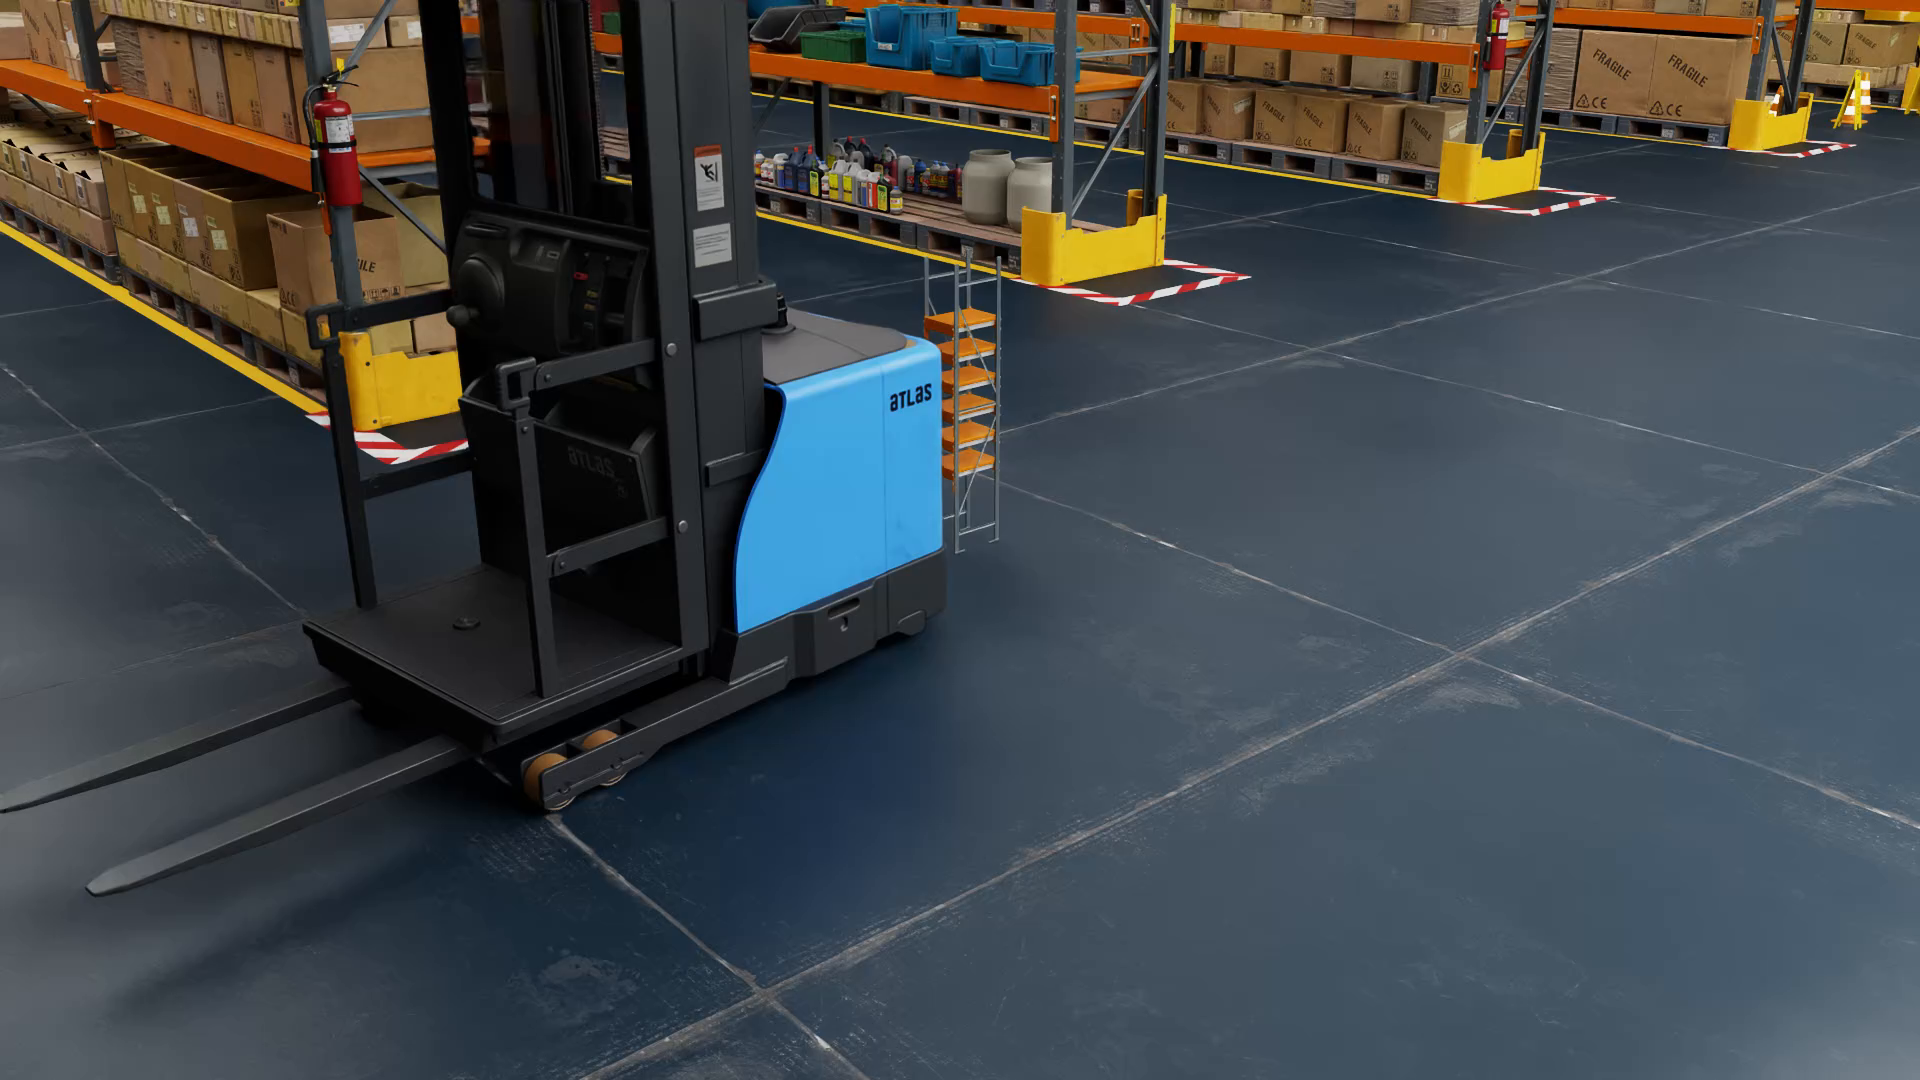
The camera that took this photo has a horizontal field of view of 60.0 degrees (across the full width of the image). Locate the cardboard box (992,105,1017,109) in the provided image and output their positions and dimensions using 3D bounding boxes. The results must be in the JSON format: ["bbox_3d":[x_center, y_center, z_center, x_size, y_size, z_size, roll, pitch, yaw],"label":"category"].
[{"bbox_3d":[0.771,-5.251,19.103,0.700,0.500,0.500,-15,26,-33],"label":"cardboard box"}]

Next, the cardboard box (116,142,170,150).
[{"bbox_3d":[-6.068,-2.866,12.613,0.500,0.311,0.500,-19,28,-39],"label":"cardboard box"}]

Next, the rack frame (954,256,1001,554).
[{"bbox_3d":[0.069,-0.529,6.690,0.240,1.200,0.006,-17,27,-37],"label":"rack frame"}]

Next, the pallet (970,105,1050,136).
[{"bbox_3d":[0.872,-4.844,19.063,1.003,0.211,1.213,-17,27,-37],"label":"pallet"}]

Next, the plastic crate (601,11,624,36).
[{"bbox_3d":[-2.921,-4.727,15.231,0.450,0.188,0.662,-17,27,-37],"label":"plastic crate"}]

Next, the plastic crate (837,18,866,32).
[{"bbox_3d":[-0.642,-4.101,13.547,0.499,0.251,0.616,-17,27,-37],"label":"plastic crate"}]

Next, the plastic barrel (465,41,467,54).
[{"bbox_3d":[-5.988,-5.491,19.191,0.600,0.901,0.708,-17,27,-37],"label":"plastic barrel"}]

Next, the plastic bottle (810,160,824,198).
[{"bbox_3d":[-1.158,-2.922,13.454,0.061,0.283,0.133,-16,26,-35],"label":"plastic bottle"}]

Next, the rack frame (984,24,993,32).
[{"bbox_3d":[0.784,-8.954,25.732,1.000,3.000,0.127,-17,27,-37],"label":"rack frame"}]

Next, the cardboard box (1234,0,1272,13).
[{"bbox_3d":[3.131,-5.376,16.052,0.875,0.500,0.500,-17,27,-37],"label":"cardboard box"}]

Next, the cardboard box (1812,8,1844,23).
[{"bbox_3d":[11.128,-6.726,21.321,0.380,0.149,0.250,-17,27,-37],"label":"cardboard box"}]

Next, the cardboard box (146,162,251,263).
[{"bbox_3d":[-4.607,-2.019,10.192,0.500,0.500,0.500,-17,27,-37],"label":"cardboard box"}]

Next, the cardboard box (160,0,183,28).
[{"bbox_3d":[-4.452,-3.107,9.777,0.380,0.149,0.250,-18,28,-39],"label":"cardboard box"}]

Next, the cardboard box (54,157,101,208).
[{"bbox_3d":[-6.151,-2.596,11.924,0.500,0.311,0.500,-17,27,-36],"label":"cardboard box"}]

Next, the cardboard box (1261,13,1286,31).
[{"bbox_3d":[3.084,-4.932,15.807,0.380,0.149,0.250,-17,27,-37],"label":"cardboard box"}]

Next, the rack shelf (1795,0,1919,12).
[{"bbox_3d":[10.995,-7.062,21.889,1.077,0.370,4.000,-17,27,-37],"label":"rack shelf"}]

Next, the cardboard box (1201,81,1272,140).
[{"bbox_3d":[2.792,-4.346,16.819,0.500,0.500,0.500,-9,23,-21],"label":"cardboard box"}]

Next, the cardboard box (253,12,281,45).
[{"bbox_3d":[-3.447,-2.680,8.687,0.380,0.149,0.250,-18,28,-38],"label":"cardboard box"}]

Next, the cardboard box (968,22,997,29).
[{"bbox_3d":[0.354,-8.135,26.160,0.380,0.149,0.250,-17,27,-36],"label":"cardboard box"}]

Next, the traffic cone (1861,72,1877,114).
[{"bbox_3d":[11.043,-5.475,20.329,0.336,0.463,0.334,-17,27,-37],"label":"traffic cone"}]

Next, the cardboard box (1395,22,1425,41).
[{"bbox_3d":[4.086,-4.524,14.767,0.380,0.149,0.250,-17,27,-37],"label":"cardboard box"}]

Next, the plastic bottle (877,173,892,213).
[{"bbox_3d":[-0.580,-2.678,12.829,0.061,0.283,0.133,-17,27,-36],"label":"plastic bottle"}]

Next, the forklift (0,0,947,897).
[{"bbox_3d":[-1.398,-0.770,4.932,1.130,2.935,3.031,18,27,38],"label":"forklift"}]

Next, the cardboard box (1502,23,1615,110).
[{"bbox_3d":[6.954,-5.511,19.280,0.875,0.875,0.875,-17,27,-37],"label":"cardboard box"}]

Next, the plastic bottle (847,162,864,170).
[{"bbox_3d":[-0.861,-2.899,13.405,0.152,0.276,0.135,-17,27,-37],"label":"plastic bottle"}]

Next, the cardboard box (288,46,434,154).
[{"bbox_3d":[-3.009,-2.307,8.624,0.700,0.500,0.500,-17,27,-37],"label":"cardboard box"}]

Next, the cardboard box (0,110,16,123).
[{"bbox_3d":[-8.724,-3.582,14.841,0.500,0.500,0.500,-16,27,-35],"label":"cardboard box"}]

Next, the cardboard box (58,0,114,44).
[{"bbox_3d":[-6.158,-3.642,12.032,0.500,0.500,0.500,-15,26,-34],"label":"cardboard box"}]

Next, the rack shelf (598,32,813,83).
[{"bbox_3d":[-2.876,-4.629,15.677,1.077,0.370,4.000,-17,27,-37],"label":"rack shelf"}]

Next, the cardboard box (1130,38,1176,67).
[{"bbox_3d":[2.767,-7.000,23.595,0.500,0.500,0.500,-18,27,-38],"label":"cardboard box"}]

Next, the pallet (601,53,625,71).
[{"bbox_3d":[-5.070,-7.406,25.602,1.003,0.211,1.213,-17,27,-37],"label":"pallet"}]

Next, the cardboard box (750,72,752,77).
[{"bbox_3d":[-2.607,-6.835,22.660,1.225,0.875,0.875,-17,27,-37],"label":"cardboard box"}]

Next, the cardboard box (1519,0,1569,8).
[{"bbox_3d":[6.895,-6.391,18.982,0.875,0.550,0.550,-17,27,-37],"label":"cardboard box"}]

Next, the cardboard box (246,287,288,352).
[{"bbox_3d":[-3.623,-1.257,9.274,0.500,0.250,0.500,-17,27,-37],"label":"cardboard box"}]

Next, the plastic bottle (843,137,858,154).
[{"bbox_3d":[-0.931,-3.274,14.259,0.144,0.351,0.185,-18,28,-39],"label":"plastic bottle"}]

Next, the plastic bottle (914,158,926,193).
[{"bbox_3d":[-0.328,-2.995,13.654,0.097,0.271,0.097,0,21,0],"label":"plastic bottle"}]

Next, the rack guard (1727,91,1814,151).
[{"bbox_3d":[8.632,-4.468,17.706,1.175,0.500,0.348,-17,27,-37],"label":"rack guard"}]

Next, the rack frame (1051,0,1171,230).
[{"bbox_3d":[1.041,-3.307,11.313,1.000,3.000,0.127,-17,27,-37],"label":"rack frame"}]

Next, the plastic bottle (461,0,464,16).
[{"bbox_3d":[-5.235,-5.675,17.536,0.097,0.271,0.097,0,21,0],"label":"plastic bottle"}]

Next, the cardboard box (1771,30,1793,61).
[{"bbox_3d":[10.913,-6.553,21.768,0.500,0.500,0.500,-18,28,-39],"label":"cardboard box"}]

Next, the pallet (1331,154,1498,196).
[{"bbox_3d":[4.240,-3.441,15.481,1.003,0.211,1.213,-17,27,-37],"label":"pallet"}]

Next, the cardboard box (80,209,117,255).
[{"bbox_3d":[-5.815,-2.194,11.668,0.500,0.250,0.500,-18,28,-38],"label":"cardboard box"}]

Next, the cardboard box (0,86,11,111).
[{"bbox_3d":[-8.764,-3.946,14.742,0.500,0.250,0.500,-16,27,-35],"label":"cardboard box"}]

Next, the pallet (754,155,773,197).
[{"bbox_3d":[-2.112,-3.321,15.174,1.003,0.211,1.213,-17,27,-37],"label":"pallet"}]

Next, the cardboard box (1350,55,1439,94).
[{"bbox_3d":[5.532,-6.042,20.806,1.050,0.750,0.750,-18,27,-38],"label":"cardboard box"}]

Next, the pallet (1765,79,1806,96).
[{"bbox_3d":[10.955,-6.137,22.364,1.003,0.211,1.213,-17,27,-37],"label":"pallet"}]

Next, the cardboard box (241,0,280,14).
[{"bbox_3d":[-3.391,-3.070,8.793,0.700,0.500,0.500,-18,28,-39],"label":"cardboard box"}]

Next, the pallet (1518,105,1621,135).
[{"bbox_3d":[7.243,-4.879,19.152,1.003,0.211,1.213,-17,27,-37],"label":"pallet"}]

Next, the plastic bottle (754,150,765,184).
[{"bbox_3d":[-1.694,-3.154,14.061,0.097,0.271,0.097,0,21,0],"label":"plastic bottle"}]

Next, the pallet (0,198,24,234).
[{"bbox_3d":[-7.428,-2.804,13.853,1.003,0.211,1.213,-17,27,-37],"label":"pallet"}]

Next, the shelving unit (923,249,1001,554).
[{"bbox_3d":[0.009,-0.555,6.755,0.258,1.200,0.189,-17,27,-37],"label":"shelving unit"}]

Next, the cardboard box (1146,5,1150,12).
[{"bbox_3d":[2.095,-5.343,16.857,0.380,0.149,0.250,-17,27,-37],"label":"cardboard box"}]

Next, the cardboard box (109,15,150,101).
[{"bbox_3d":[-5.031,-3.159,10.800,0.700,0.500,0.500,-18,28,-39],"label":"cardboard box"}]

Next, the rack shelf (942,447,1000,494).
[{"bbox_3d":[0.009,-0.290,6.859,0.258,0.103,0.180,-17,27,-37],"label":"rack shelf"}]
